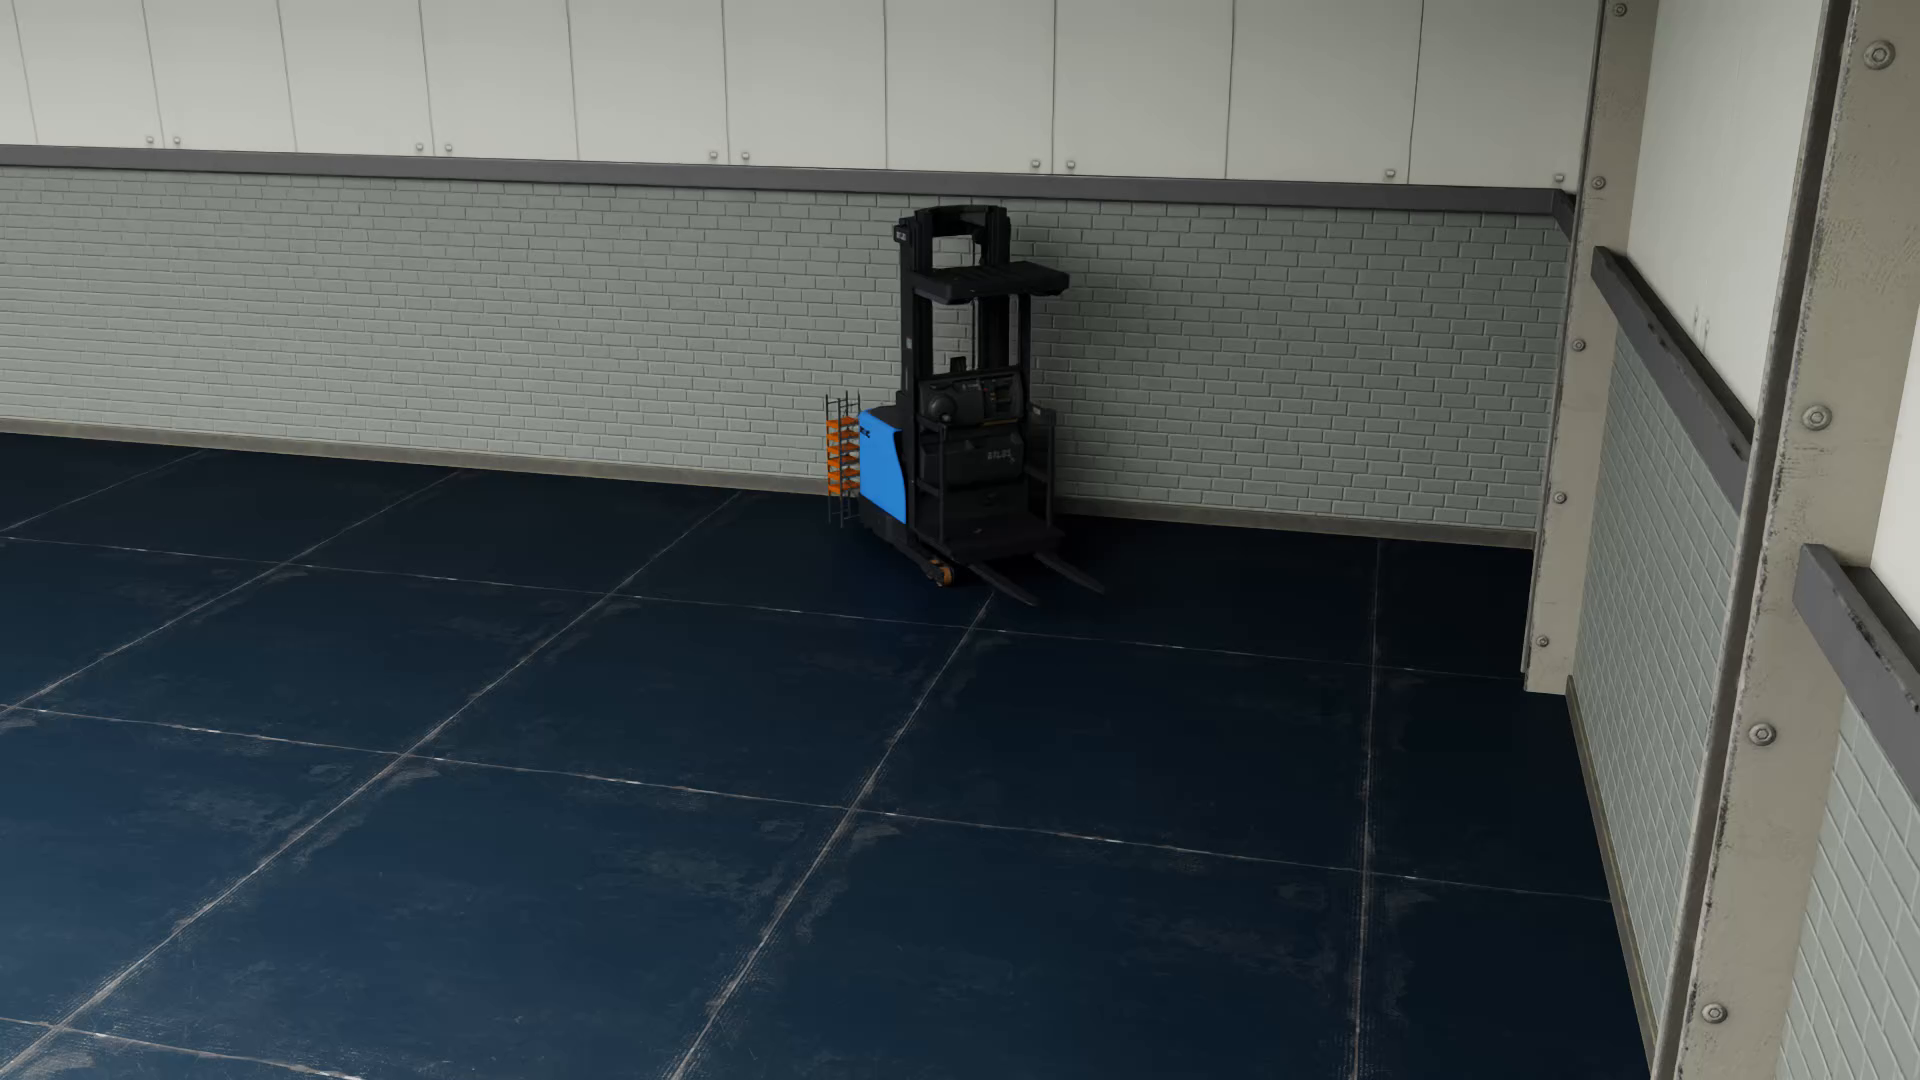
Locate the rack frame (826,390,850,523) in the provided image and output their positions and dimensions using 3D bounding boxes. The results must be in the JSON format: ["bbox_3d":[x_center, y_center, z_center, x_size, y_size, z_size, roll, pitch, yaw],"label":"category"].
[{"bbox_3d":[-1.100,-0.747,15.018,0.240,1.200,0.006,-16,24,-38],"label":"rack frame"}]

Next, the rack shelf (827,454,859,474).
[{"bbox_3d":[-1.040,-0.683,14.967,0.258,0.103,0.180,-16,24,-38],"label":"rack shelf"}]

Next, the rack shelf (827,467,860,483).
[{"bbox_3d":[-1.040,-0.569,15.006,0.258,0.103,0.180,-16,24,-38],"label":"rack shelf"}]

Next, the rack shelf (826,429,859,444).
[{"bbox_3d":[-1.040,-0.910,14.889,0.258,0.103,0.180,-16,24,-38],"label":"rack shelf"}]

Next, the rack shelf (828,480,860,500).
[{"bbox_3d":[-1.040,-0.455,15.044,0.258,0.103,0.180,-16,24,-38],"label":"rack shelf"}]

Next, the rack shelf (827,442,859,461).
[{"bbox_3d":[-1.040,-0.796,14.928,0.258,0.103,0.180,-16,24,-38],"label":"rack shelf"}]

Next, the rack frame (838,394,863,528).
[{"bbox_3d":[-0.980,-0.702,14.887,0.240,1.200,0.006,-16,24,-38],"label":"rack frame"}]

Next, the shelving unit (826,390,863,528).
[{"bbox_3d":[-1.040,-0.725,14.953,0.258,1.200,0.189,-16,24,-38],"label":"shelving unit"}]

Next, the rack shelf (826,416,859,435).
[{"bbox_3d":[-1.040,-1.023,14.851,0.258,0.103,0.180,-16,24,-38],"label":"rack shelf"}]

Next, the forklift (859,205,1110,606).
[{"bbox_3d":[0.190,-1.169,13.574,1.130,2.935,3.031,-9,21,-25],"label":"forklift"}]

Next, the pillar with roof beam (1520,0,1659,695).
[{"bbox_3d":[-0.039,-3.595,11.291,9.100,9.000,0.400,5,19,13],"label":"pillar with roof beam"}]
